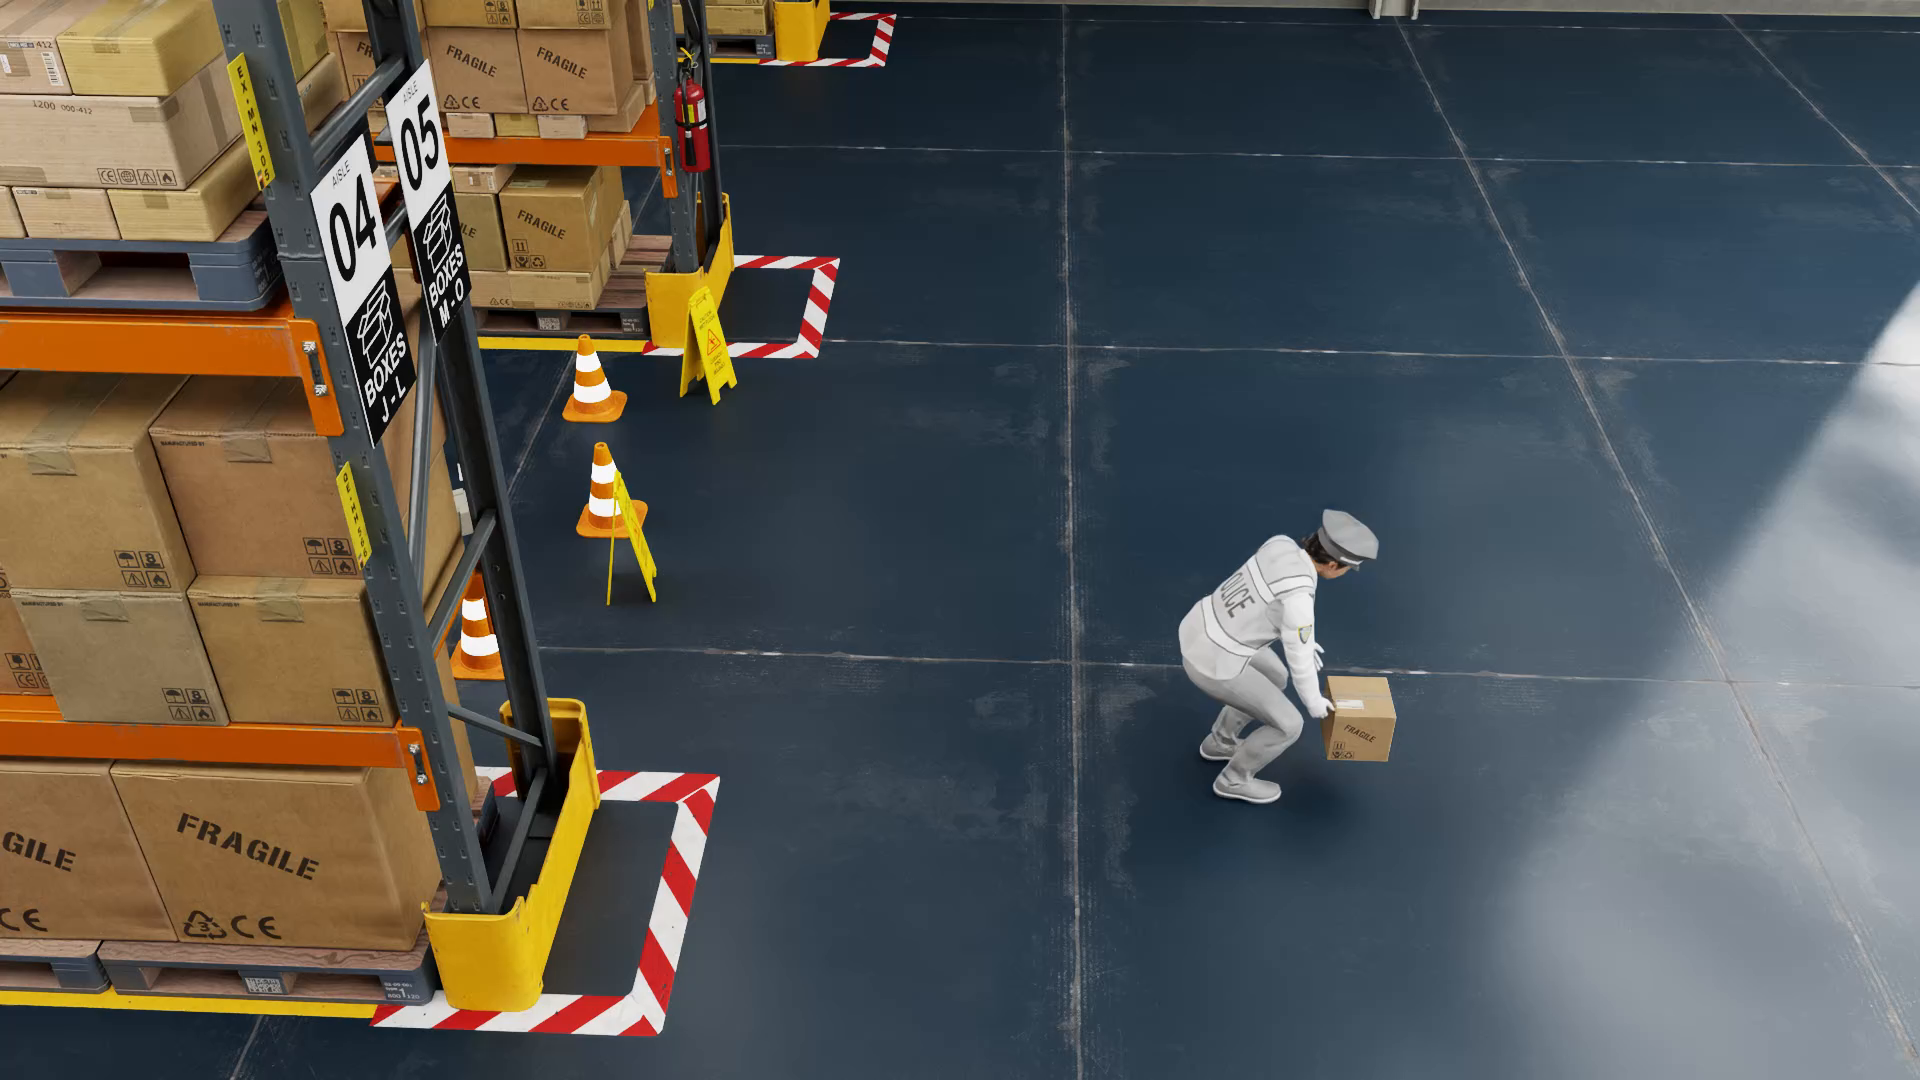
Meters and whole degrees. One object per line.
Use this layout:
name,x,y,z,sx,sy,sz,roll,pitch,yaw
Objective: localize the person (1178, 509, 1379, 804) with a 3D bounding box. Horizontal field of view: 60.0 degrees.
person,1.255,0.456,6.782,0.737,1.322,0.534,1,36,2
